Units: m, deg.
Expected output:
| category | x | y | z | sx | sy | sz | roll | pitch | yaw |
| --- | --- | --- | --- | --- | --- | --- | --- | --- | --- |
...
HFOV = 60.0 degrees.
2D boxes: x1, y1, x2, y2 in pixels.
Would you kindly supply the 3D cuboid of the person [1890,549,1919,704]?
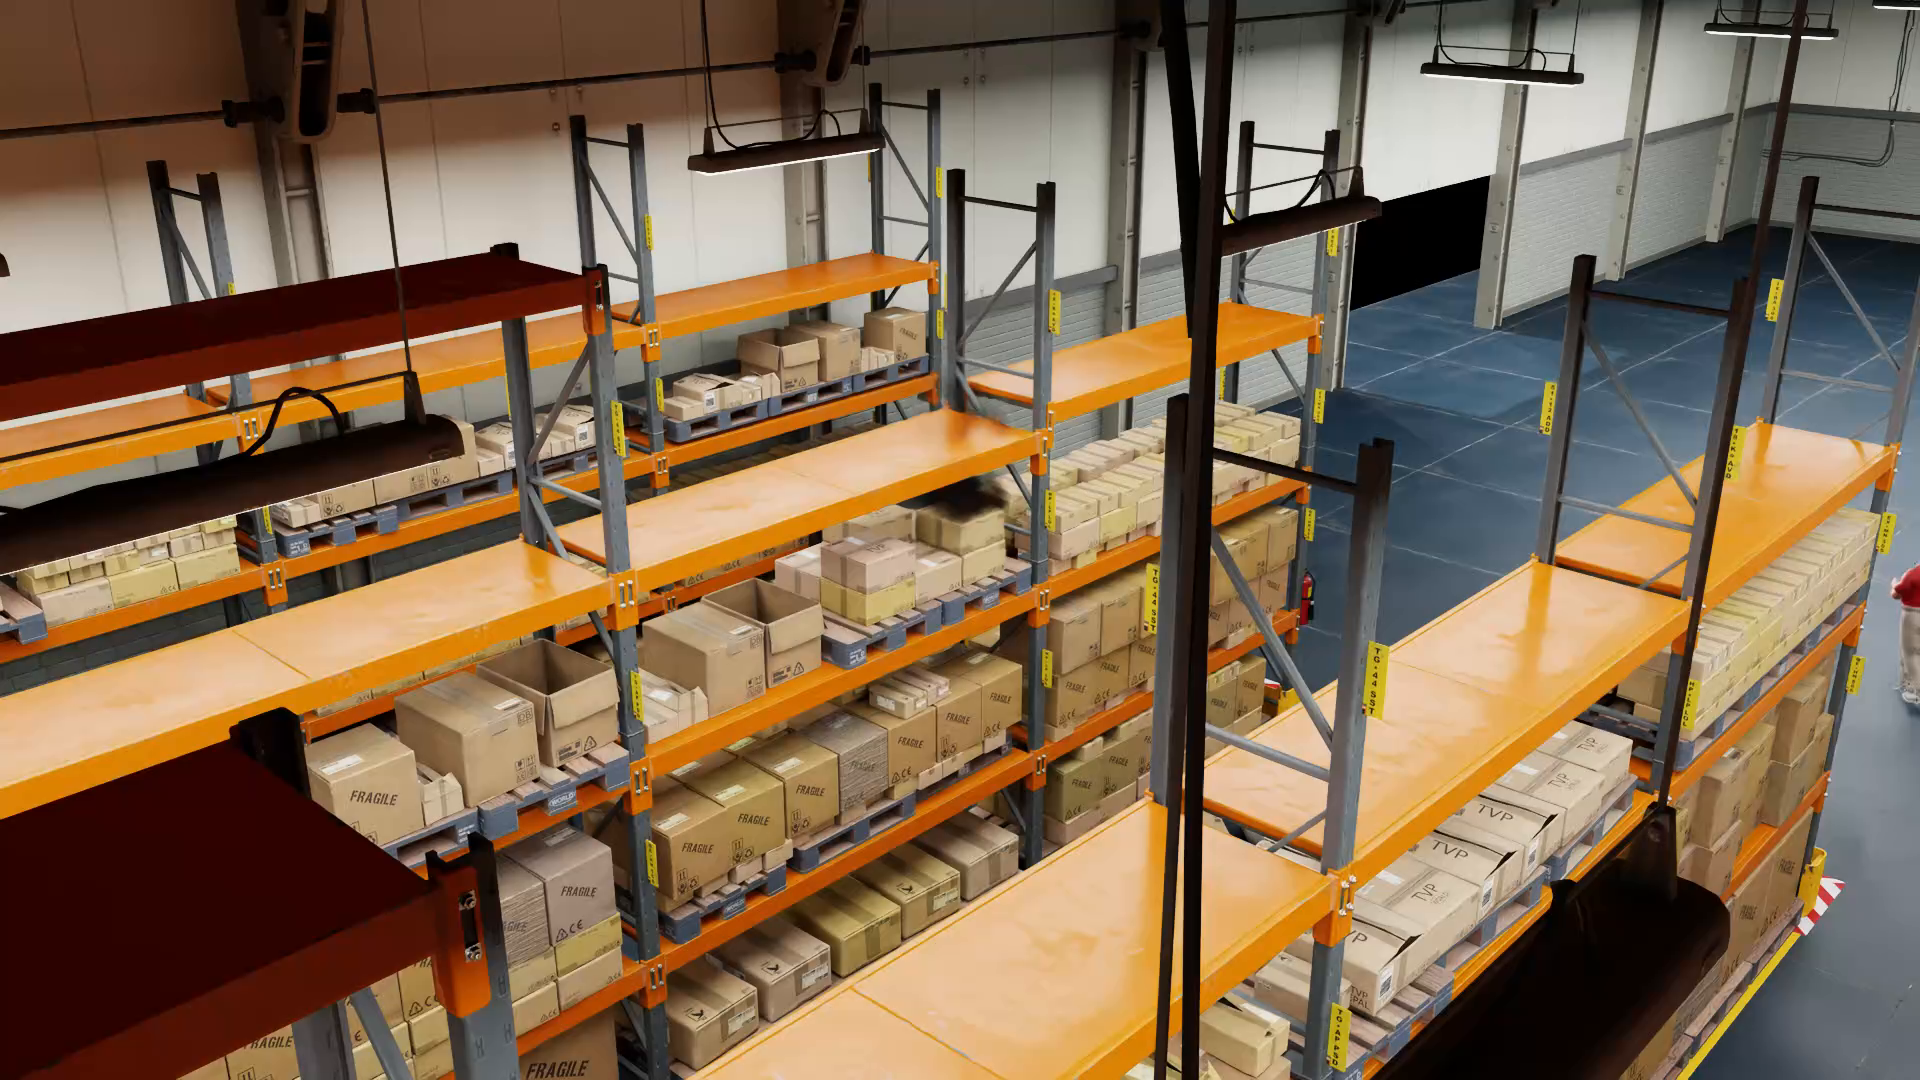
| category | x | y | z | sx | sy | sz | roll | pitch | yaw |
| --- | --- | --- | --- | --- | --- | --- | --- | --- | --- |
| person | 10.030 | 0.876 | 17.421 | 0.627 | 1.792 | 0.846 | -4 | 22 | -11 |
